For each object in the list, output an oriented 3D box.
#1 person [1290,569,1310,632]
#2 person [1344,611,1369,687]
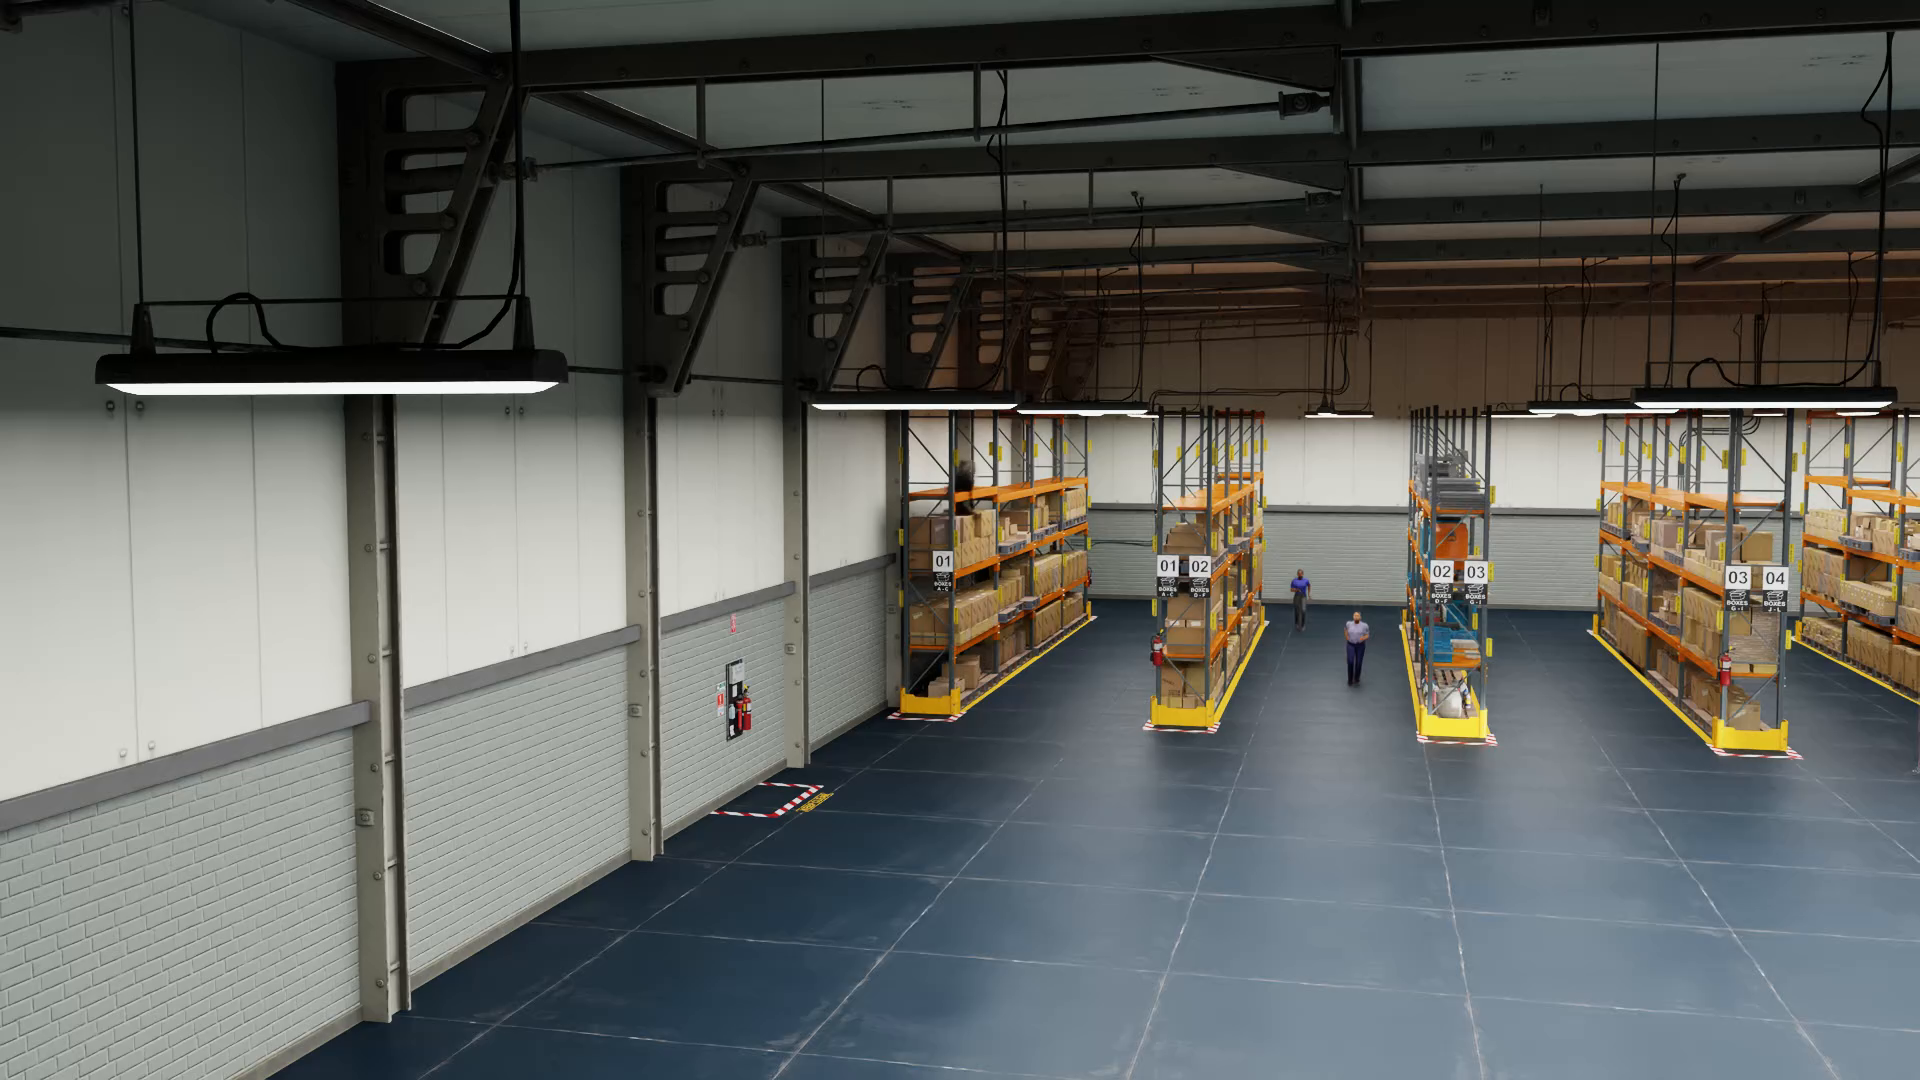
[{"bbox_3d":[9.275,1.646,45.321,0.550,1.714,0.848,1,4,9],"label":"person"},{"bbox_3d":[8.567,2.355,35.929,0.499,1.653,0.801,1,4,9],"label":"person"}]
